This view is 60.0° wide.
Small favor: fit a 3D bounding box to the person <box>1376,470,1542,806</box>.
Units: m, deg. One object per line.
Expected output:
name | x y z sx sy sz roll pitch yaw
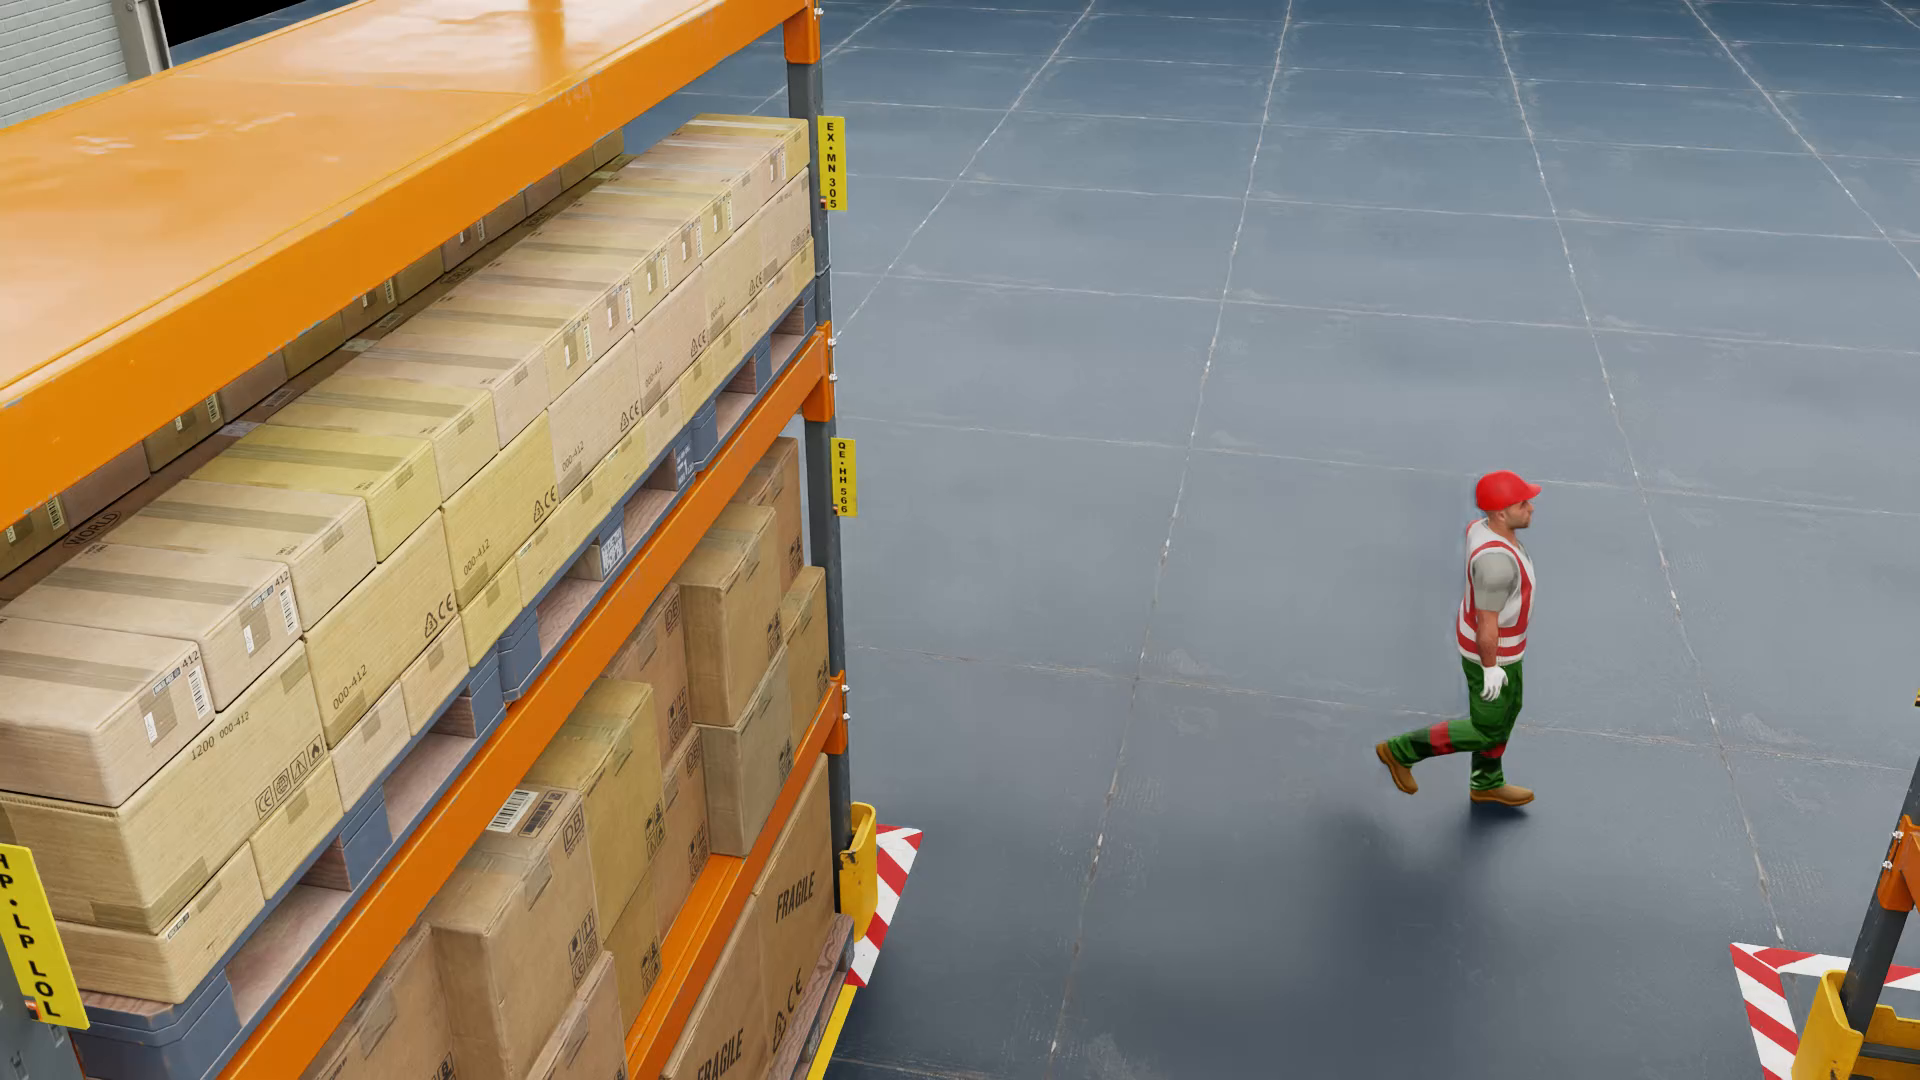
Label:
person | 2.392 0.488 7.685 0.772 1.771 0.534 7 29 13
